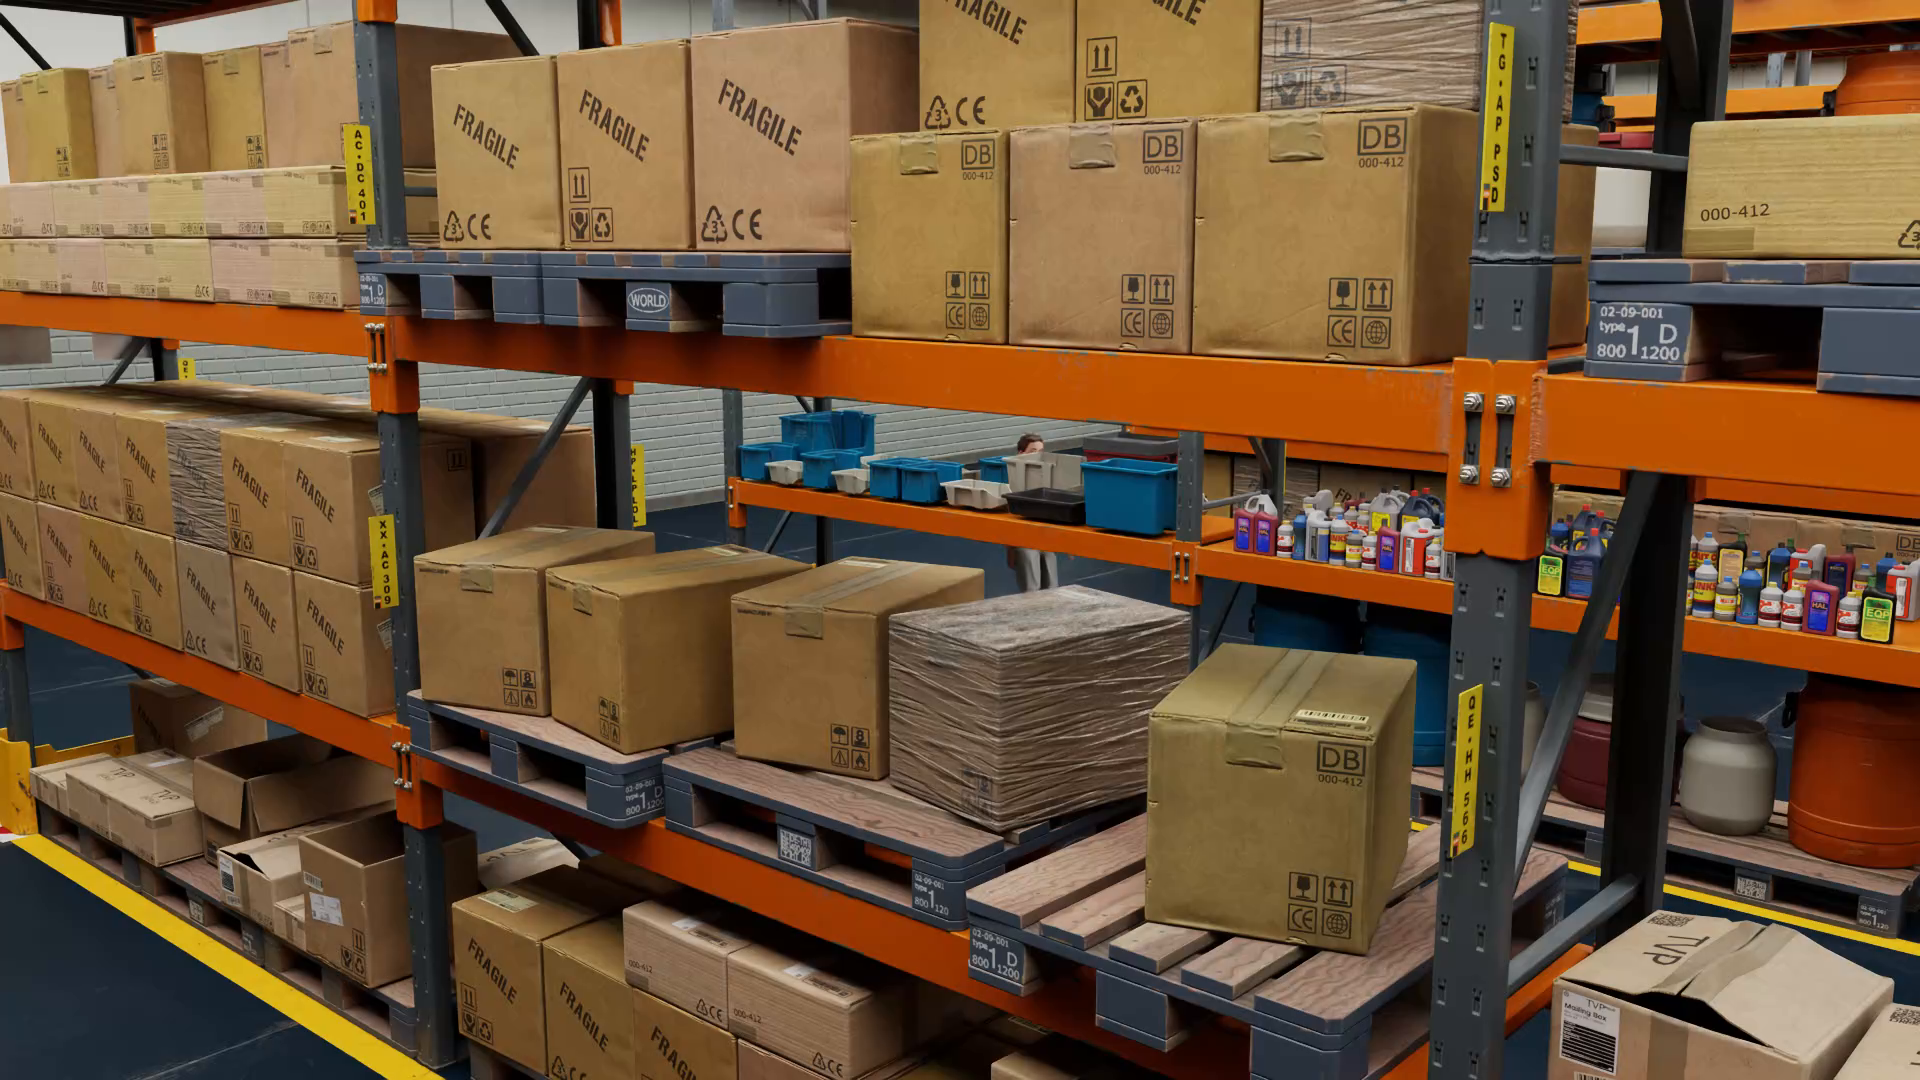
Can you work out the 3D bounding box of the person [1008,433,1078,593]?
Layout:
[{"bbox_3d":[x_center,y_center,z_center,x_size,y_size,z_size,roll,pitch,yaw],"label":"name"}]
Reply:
[{"bbox_3d":[0.577,0.092,11.916,0.464,1.707,0.523,-8,13,-39],"label":"person"}]
